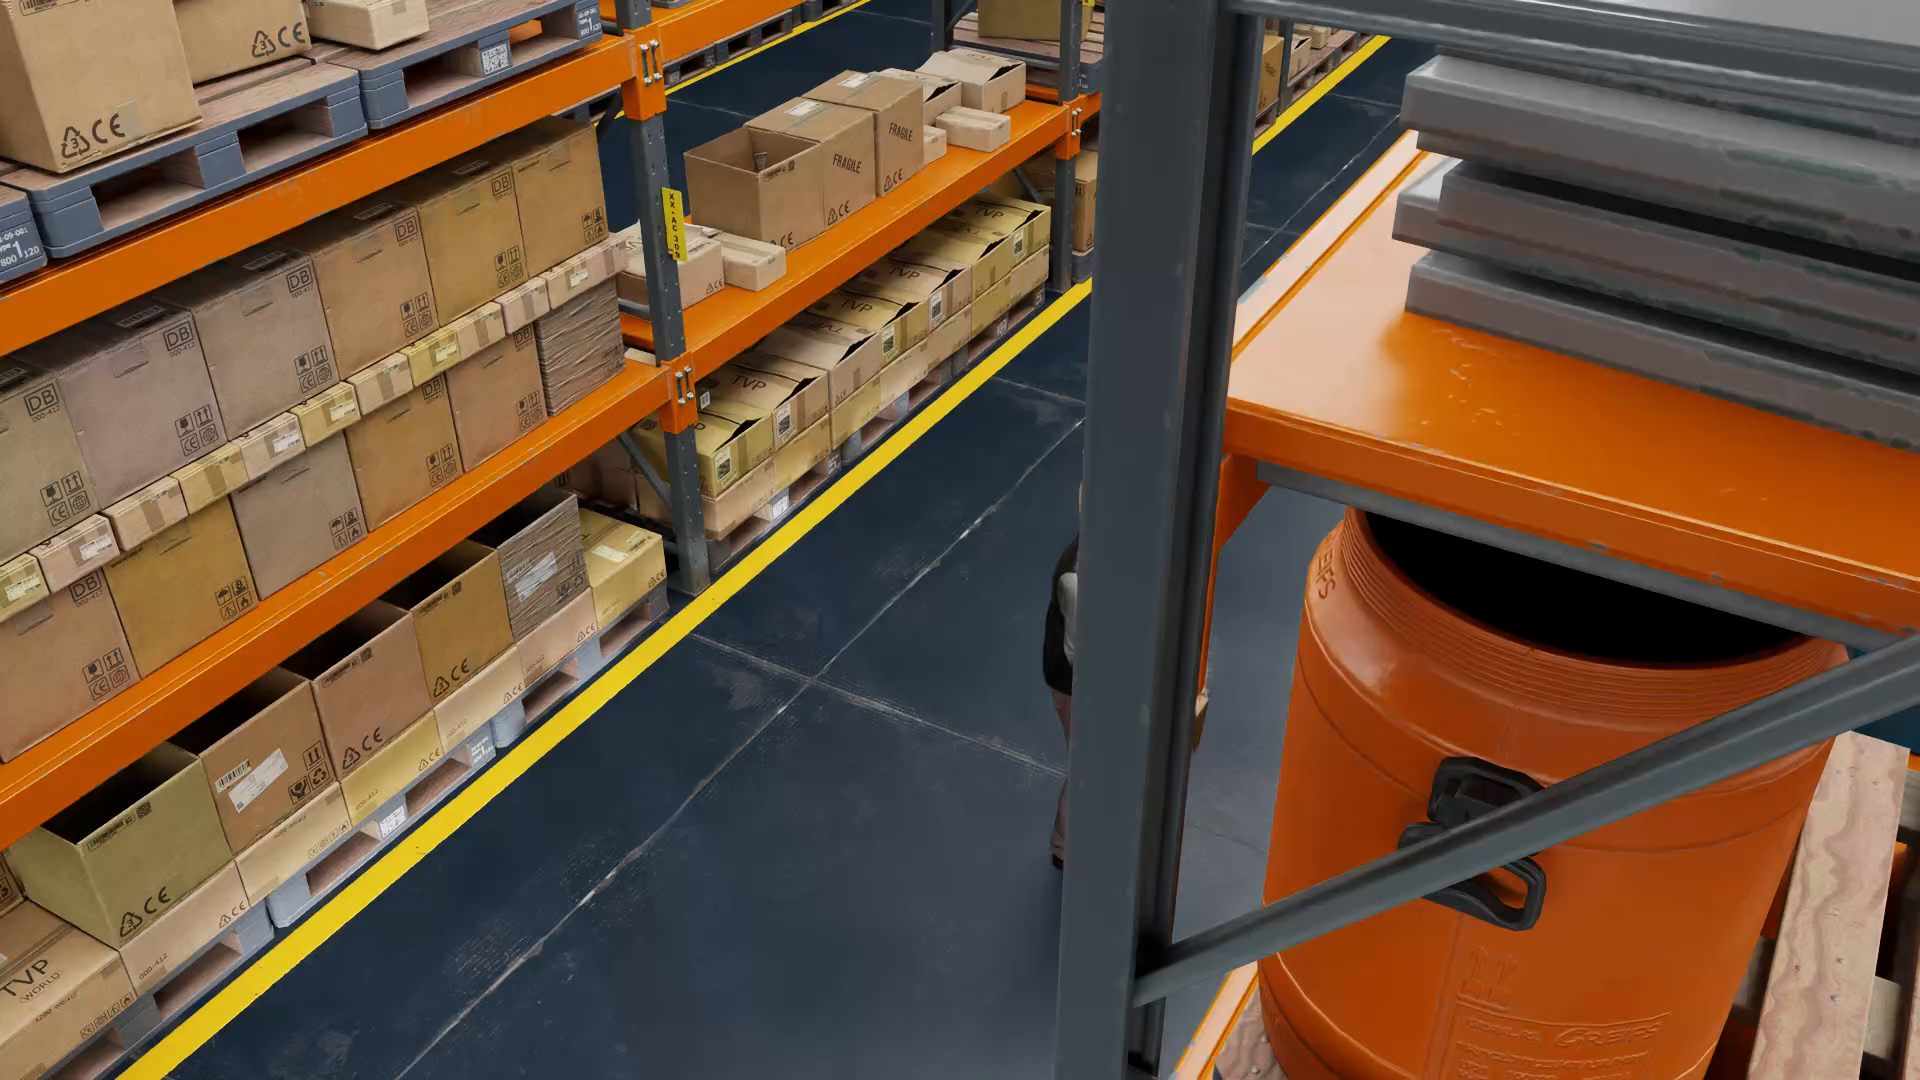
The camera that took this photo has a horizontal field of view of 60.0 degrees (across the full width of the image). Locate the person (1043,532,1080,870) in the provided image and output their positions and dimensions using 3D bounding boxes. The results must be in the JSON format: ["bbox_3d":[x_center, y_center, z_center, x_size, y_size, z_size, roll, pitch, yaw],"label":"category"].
[{"bbox_3d":[0.549,0.520,6.385,0.446,1.727,0.551,17,37,23],"label":"person"}]
